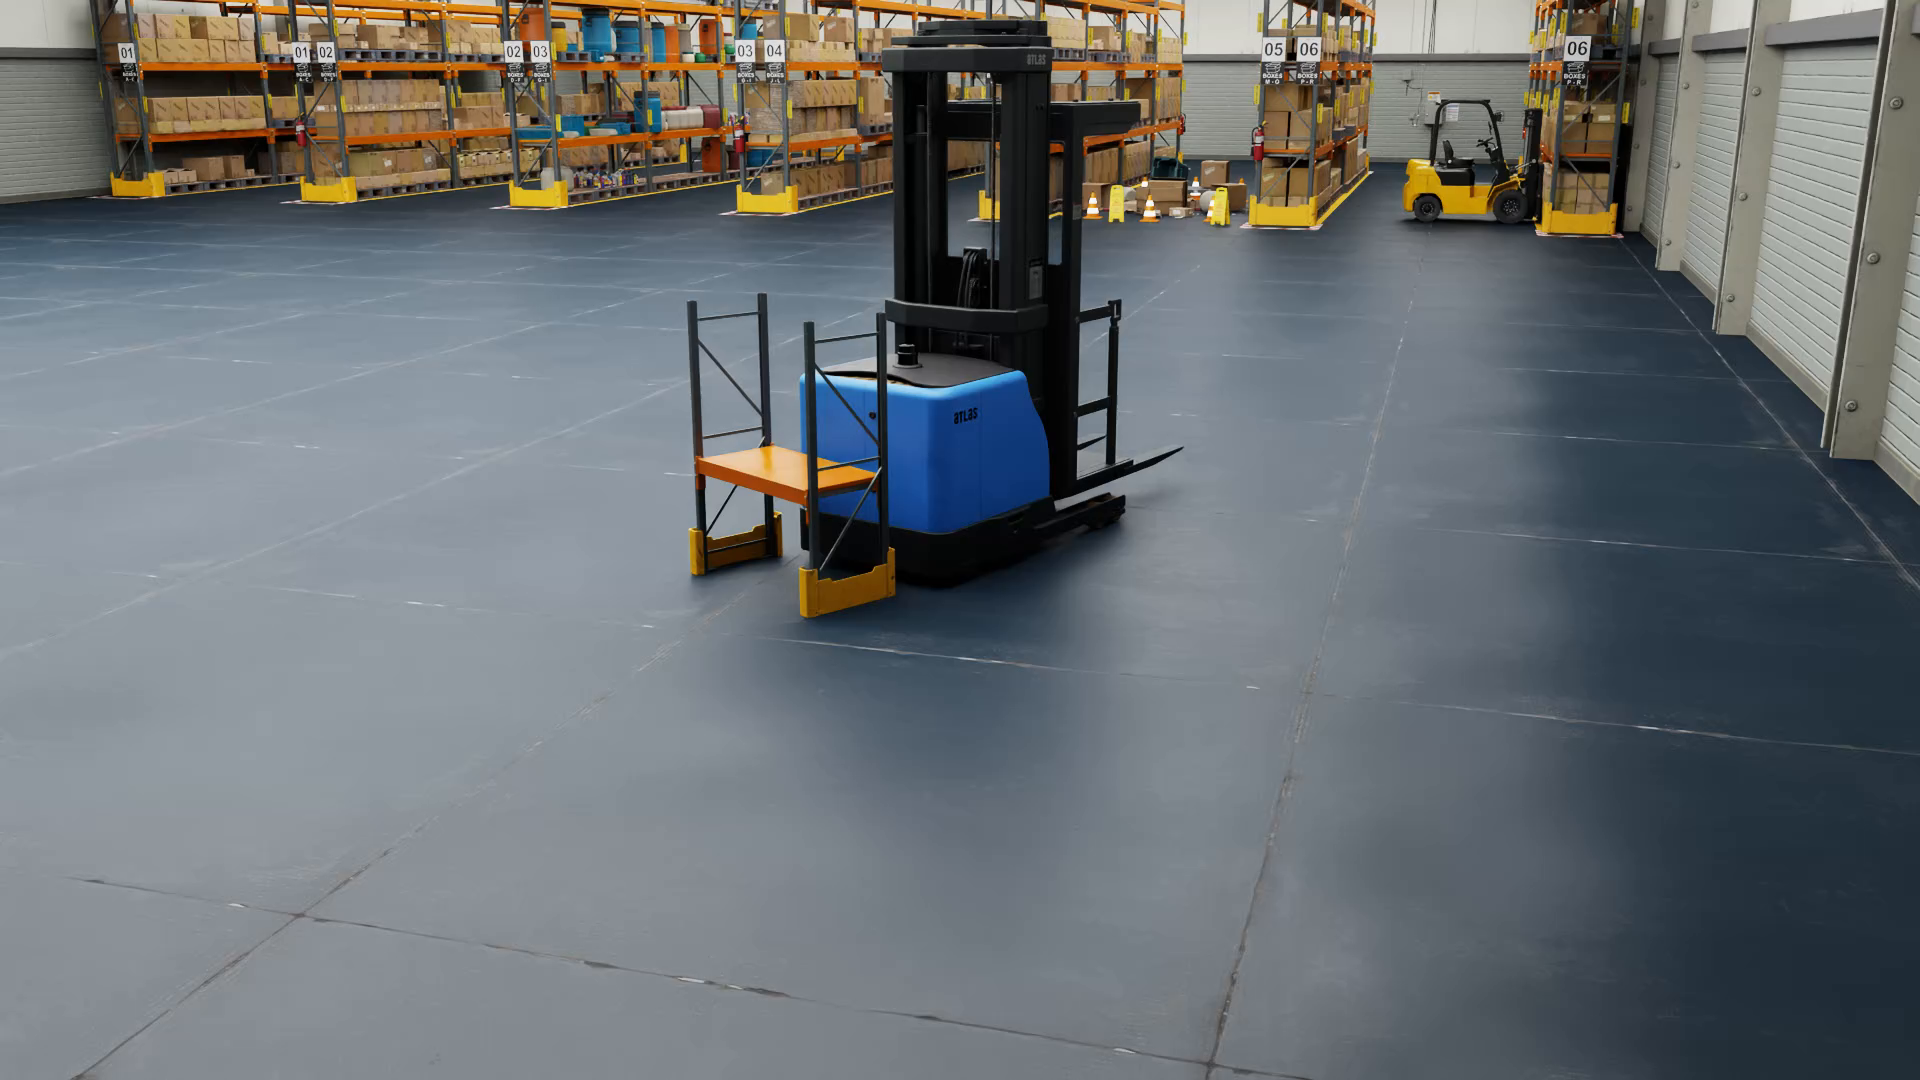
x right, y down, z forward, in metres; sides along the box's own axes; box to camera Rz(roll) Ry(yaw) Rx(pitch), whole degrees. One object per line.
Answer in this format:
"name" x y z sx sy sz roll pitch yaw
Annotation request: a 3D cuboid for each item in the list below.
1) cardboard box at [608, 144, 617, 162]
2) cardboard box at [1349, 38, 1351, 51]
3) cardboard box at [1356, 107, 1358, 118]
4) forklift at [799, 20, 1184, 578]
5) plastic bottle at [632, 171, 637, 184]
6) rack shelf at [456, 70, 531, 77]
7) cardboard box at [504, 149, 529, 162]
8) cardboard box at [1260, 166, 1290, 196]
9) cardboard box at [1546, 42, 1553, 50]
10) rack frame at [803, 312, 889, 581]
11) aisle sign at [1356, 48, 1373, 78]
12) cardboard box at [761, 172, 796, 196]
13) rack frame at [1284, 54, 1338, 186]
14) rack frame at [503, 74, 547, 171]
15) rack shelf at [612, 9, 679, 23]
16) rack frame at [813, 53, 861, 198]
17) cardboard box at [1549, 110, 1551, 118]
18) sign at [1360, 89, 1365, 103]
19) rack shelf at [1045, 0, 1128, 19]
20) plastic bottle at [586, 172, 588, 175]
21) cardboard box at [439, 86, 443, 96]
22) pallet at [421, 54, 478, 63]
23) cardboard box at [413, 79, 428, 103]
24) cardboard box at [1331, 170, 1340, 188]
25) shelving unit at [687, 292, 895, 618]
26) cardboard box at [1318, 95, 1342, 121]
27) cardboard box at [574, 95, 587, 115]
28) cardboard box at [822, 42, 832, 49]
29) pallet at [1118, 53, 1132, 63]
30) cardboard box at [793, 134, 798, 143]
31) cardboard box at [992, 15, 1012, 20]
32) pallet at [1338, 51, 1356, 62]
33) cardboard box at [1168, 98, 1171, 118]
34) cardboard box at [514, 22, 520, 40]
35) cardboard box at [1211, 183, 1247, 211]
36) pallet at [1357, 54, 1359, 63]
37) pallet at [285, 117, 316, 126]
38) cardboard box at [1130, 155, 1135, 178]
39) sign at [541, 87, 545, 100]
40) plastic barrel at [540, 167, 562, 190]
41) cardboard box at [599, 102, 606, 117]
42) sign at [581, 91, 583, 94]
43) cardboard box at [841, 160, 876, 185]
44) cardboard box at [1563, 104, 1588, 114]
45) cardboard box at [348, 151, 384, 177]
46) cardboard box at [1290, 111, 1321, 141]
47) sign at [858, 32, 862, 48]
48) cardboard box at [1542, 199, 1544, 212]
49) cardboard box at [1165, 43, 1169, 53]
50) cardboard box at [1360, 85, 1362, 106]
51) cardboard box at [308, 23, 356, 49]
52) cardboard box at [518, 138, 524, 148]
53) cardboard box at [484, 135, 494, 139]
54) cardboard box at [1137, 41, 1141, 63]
"cardboard box" -9.719 -10.588 45.436 0.500 0.500 0.500 5 16 16
"cardboard box" 7.565 -9.927 33.340 0.500 0.250 0.500 4 16 15
"cardboard box" 9.118 -10.095 39.284 0.500 0.250 0.500 5 17 17
"forklift" 0.364 -1.549 9.918 1.130 2.935 3.031 11 19 34
"plastic bottle" -7.199 -8.006 36.729 0.061 0.283 0.133 5 17 19
"rack shelf" -14.036 -13.734 48.573 1.077 0.370 4.000 5 16 16
"cardboard box" -11.044 -9.540 41.209 0.500 0.311 0.500 4 16 15
"cardboard box" 5.712 -6.523 30.225 0.500 0.500 0.500 5 17 16
"cardboard box" 12.378 -10.275 34.537 0.380 0.166 0.250 5 16 16
"rack frame" -0.566 -0.382 8.428 0.500 1.500 0.032 -14 21 -40
"aisle sign" 10.599 -12.485 43.584 0.394 0.787 0.004 5 16 16
"cardboard box" -3.573 -6.983 32.764 0.500 0.500 0.500 8 18 26
"rack frame" 6.871 -8.100 32.888 1.000 3.000 0.127 5 16 16
"rack frame" -10.990 -10.684 41.999 1.000 3.000 0.127 5 16 16
"rack shelf" -9.285 -14.792 46.814 1.077 0.370 4.000 5 16 16
"rack frame" -2.630 -8.868 35.598 1.000 3.000 0.127 5 16 16
"cardboard box" 11.028 -7.816 30.516 0.380 0.149 0.250 5 17 17
"sign" 9.668 -10.672 39.981 0.100 0.325 0.005 5 16 16
"rack shelf" 2.665 -11.328 35.327 1.077 0.370 4.000 5 16 16
"plastic bottle" -8.147 -7.889 36.317 0.061 0.283 0.133 5 17 18
"cardboard box" -14.646 -12.400 45.911 0.500 0.250 0.500 5 17 17
"pallet" -11.889 -11.220 38.744 0.805 0.209 1.217 4 16 14
"cardboard box" -12.389 -10.061 37.242 0.700 0.500 0.500 5 16 16
"cardboard box" 7.636 -7.743 35.678 0.950 0.372 0.625 4 16 15
"shelving unit" -0.914 -0.486 8.795 0.587 1.500 1.083 -14 21 -40
"cardboard box" 7.421 -8.724 33.593 0.500 0.500 0.500 5 16 16
"cardboard box" -10.296 -11.513 43.971 0.700 0.500 0.500 1 16 2
"cardboard box" -2.815 -9.978 33.559 0.380 0.149 0.250 5 17 18
"pallet" 3.101 -10.683 36.846 1.213 0.211 1.003 5 17 18
"cardboard box" -3.368 -7.821 32.366 0.380 0.149 0.250 5 16 16
"cardboard box" 0.730 -9.481 30.308 0.380 0.149 0.250 5 17 16
"pallet" 7.441 -9.877 34.003 1.213 0.211 1.003 5 16 16
"cardboard box" 5.188 -11.253 43.277 0.500 0.500 0.500 5 17 19
"cardboard box" -10.860 -12.770 41.841 0.500 0.500 0.500 5 16 16
"cardboard box" 5.262 -6.723 32.613 0.500 0.500 0.500 -10 19 -32
"pallet" 8.932 -11.300 39.025 0.805 0.209 1.217 4 16 14
"pallet" -16.264 -10.454 41.539 1.003 0.211 1.213 5 16 16
"cardboard box" 3.819 -8.800 39.169 0.500 0.500 0.500 5 17 17
"sign" -10.457 -11.199 41.693 0.100 0.325 0.005 5 16 16
"plastic barrel" -8.402 -7.389 34.173 0.421 0.512 0.421 0 16 0
"cardboard box" -9.957 -11.929 46.206 0.500 0.500 0.500 5 17 17
"sign" -10.376 -12.187 45.712 0.100 0.325 0.005 5 16 16
"cardboard box" -2.281 -8.159 36.874 0.700 0.500 0.500 5 16 16
"cardboard box" 10.394 -7.283 28.091 0.380 0.149 0.250 5 16 16
"cardboard box" -12.758 -8.085 35.731 0.500 0.500 0.500 5 16 16
"cardboard box" 6.135 -7.347 29.506 0.500 0.500 0.500 4 16 15
"sign" -2.108 -10.520 34.977 0.100 0.325 0.005 5 16 16
"cardboard box" 10.476 -5.825 29.139 0.500 0.250 0.500 5 16 16
"cardboard box" 5.039 -12.529 42.367 0.500 0.250 0.500 5 17 17
"cardboard box" 9.512 -10.828 40.490 0.500 0.500 0.500 5 17 16
"cardboard box" -13.096 -10.503 34.649 0.797 0.503 0.637 6 17 20
"cardboard box" -13.570 -11.969 50.340 0.700 0.500 0.500 5 16 16
"cardboard box" -13.873 -11.825 48.644 0.380 0.149 0.250 4 16 14
"cardboard box" 3.923 -11.386 38.795 0.500 0.500 0.500 5 16 16
